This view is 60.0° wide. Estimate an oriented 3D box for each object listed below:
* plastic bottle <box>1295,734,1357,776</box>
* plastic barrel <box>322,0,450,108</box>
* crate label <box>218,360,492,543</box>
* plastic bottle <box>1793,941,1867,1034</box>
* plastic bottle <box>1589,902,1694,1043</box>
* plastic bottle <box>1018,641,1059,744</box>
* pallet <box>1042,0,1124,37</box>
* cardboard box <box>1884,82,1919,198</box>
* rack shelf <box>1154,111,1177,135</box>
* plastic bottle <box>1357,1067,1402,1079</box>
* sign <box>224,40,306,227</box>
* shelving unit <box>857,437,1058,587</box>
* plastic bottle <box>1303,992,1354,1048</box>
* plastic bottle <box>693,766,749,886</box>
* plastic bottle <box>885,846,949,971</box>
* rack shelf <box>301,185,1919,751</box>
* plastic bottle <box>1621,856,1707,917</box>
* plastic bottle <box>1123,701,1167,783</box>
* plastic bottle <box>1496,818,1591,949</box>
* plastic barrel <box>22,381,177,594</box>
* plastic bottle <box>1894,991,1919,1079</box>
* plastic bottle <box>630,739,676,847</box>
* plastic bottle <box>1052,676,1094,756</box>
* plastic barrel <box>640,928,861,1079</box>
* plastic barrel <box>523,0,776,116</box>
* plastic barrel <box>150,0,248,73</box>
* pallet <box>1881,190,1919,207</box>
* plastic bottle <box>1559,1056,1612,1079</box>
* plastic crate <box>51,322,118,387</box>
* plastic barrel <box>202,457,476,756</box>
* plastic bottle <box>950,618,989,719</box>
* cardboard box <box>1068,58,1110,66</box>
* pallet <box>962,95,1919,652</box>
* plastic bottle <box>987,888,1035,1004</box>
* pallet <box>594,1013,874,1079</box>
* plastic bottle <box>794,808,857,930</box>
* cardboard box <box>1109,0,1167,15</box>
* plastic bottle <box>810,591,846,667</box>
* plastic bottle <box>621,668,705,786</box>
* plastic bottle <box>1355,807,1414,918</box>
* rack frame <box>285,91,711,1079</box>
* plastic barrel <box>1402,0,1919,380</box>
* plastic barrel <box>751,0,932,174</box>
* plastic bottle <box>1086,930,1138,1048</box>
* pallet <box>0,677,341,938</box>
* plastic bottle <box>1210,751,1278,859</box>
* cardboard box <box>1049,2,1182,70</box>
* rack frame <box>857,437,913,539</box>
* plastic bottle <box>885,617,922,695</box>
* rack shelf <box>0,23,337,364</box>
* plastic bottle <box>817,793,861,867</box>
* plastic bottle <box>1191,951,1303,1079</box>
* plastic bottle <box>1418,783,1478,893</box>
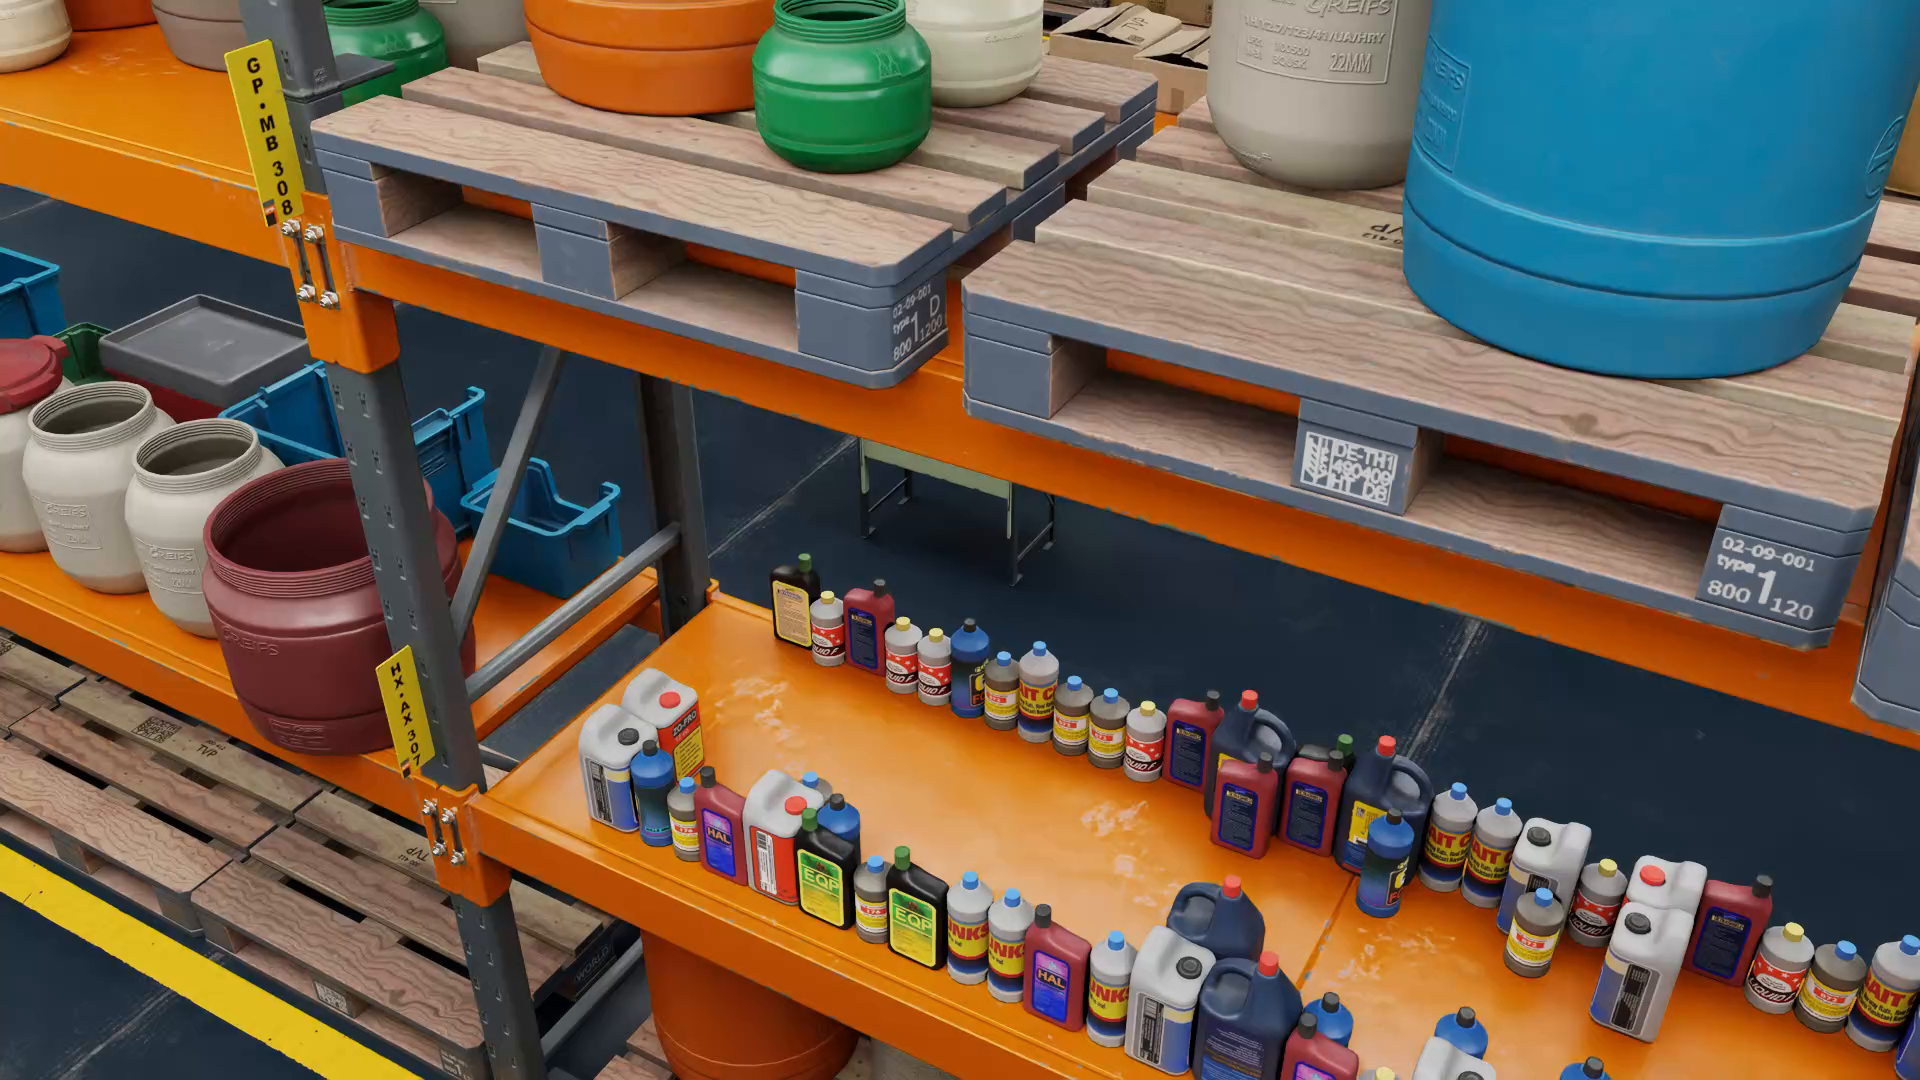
[{"bbox_3d":[0.832,0.553,3.818,0.133,0.283,0.061,18,37,24],"label":"plastic bottle"},{"bbox_3d":[-1.239,-1.030,3.524,0.294,0.245,0.294,0,34,0],"label":"plastic barrel"},{"bbox_3d":[-1.728,-0.221,4.844,0.616,0.435,0.502,18,37,24],"label":"crate label"},{"bbox_3d":[1.772,0.897,3.376,0.097,0.201,0.097,0,34,0],"label":"plastic bottle"},{"bbox_3d":[1.382,0.857,3.369,0.135,0.276,0.152,18,37,24],"label":"plastic bottle"},{"bbox_3d":[0.193,0.368,4.108,0.097,0.271,0.097,0,34,0],"label":"plastic bottle"},{"bbox_3d":[1.120,-4.296,13.512,1.213,0.211,1.003,18,37,24],"label":"pallet"},{"bbox_3d":[4.006,-1.698,6.625,0.500,0.500,0.700,24,41,32],"label":"cardboard box"},{"bbox_3d":[-0.275,-2.436,8.851,4.000,0.370,1.077,18,37,24],"label":"rack shelf"},{"bbox_3d":[0.784,1.068,3.119,0.097,0.201,0.097,0,34,0],"label":"plastic bottle"},{"bbox_3d":[-1.266,-0.741,3.045,0.005,0.325,0.100,18,37,24],"label":"sign"},{"bbox_3d":[-0.006,-0.626,6.837,0.755,1.500,0.431,18,37,24],"label":"shelving unit"},{"bbox_3d":[0.698,0.973,3.198,0.097,0.271,0.097,0,34,0],"label":"plastic bottle"},{"bbox_3d":[-0.521,0.632,3.699,0.133,0.283,0.061,18,37,24],"label":"plastic bottle"},{"bbox_3d":[-0.088,0.770,3.493,0.133,0.283,0.061,18,37,24],"label":"plastic bottle"},{"bbox_3d":[0.737,-0.202,2.790,4.000,0.370,1.077,18,37,24],"label":"rack shelf"},{"bbox_3d":[1.457,0.783,3.479,0.135,0.276,0.152,18,37,24],"label":"plastic bottle"},{"bbox_3d":[0.447,0.477,4.007,0.097,0.201,0.097,0,34,0],"label":"plastic bottle"},{"bbox_3d":[1.256,0.720,3.575,0.135,0.276,0.152,18,37,24],"label":"plastic bottle"},{"bbox_3d":[-2.364,-0.145,4.661,0.421,0.512,0.421,0,34,0],"label":"plastic barrel"},{"bbox_3d":[1.943,0.937,3.248,0.135,0.276,0.152,18,37,24],"label":"plastic bottle"},{"bbox_3d":[-0.697,0.570,3.804,0.097,0.271,0.097,0,34,0],"label":"plastic bottle"},{"bbox_3d":[0.278,0.424,4.087,0.097,0.201,0.097,0,34,0],"label":"plastic bottle"},{"bbox_3d":[-0.566,1.052,4.543,0.708,0.830,0.600,18,37,24],"label":"plastic barrel"},{"bbox_3d":[-0.508,-1.247,2.944,0.708,0.830,0.600,18,37,24],"label":"plastic barrel"},{"bbox_3d":[-1.604,-1.590,3.774,0.600,0.901,0.600,0,34,0],"label":"plastic barrel"},{"bbox_3d":[4.295,-1.278,6.636,1.213,0.211,1.003,18,37,24],"label":"pallet"},{"bbox_3d":[1.145,1.056,3.073,0.097,0.271,0.097,0,34,0],"label":"plastic bottle"},{"bbox_3d":[-2.820,-0.472,5.443,0.662,0.188,0.450,18,37,24],"label":"plastic crate"},{"bbox_3d":[-1.552,0.159,4.183,0.708,0.536,0.600,18,37,24],"label":"plastic barrel"},{"bbox_3d":[0.024,0.314,4.188,0.097,0.271,0.097,0,34,0],"label":"plastic bottle"},{"bbox_3d":[0.544,-2.195,8.067,0.250,0.149,0.380,18,37,24],"label":"cardboard box"},{"bbox_3d":[0.759,-0.352,2.536,1.213,0.211,1.003,18,37,24],"label":"pallet"},{"bbox_3d":[0.106,0.824,3.422,0.097,0.271,0.097,0,34,0],"label":"plastic bottle"},{"bbox_3d":[-0.294,1.554,4.725,1.213,0.211,1.003,18,37,24],"label":"pallet"},{"bbox_3d":[-0.288,0.706,3.588,0.133,0.283,0.061,18,37,24],"label":"plastic bottle"},{"bbox_3d":[1.565,-4.501,13.161,0.500,0.500,0.700,17,37,23],"label":"cardboard box"},{"bbox_3d":[-0.345,0.226,4.383,0.097,0.201,0.097,0,34,0],"label":"plastic bottle"},{"bbox_3d":[-0.708,0.450,3.980,0.135,0.276,0.152,18,37,24],"label":"plastic bottle"},{"bbox_3d":[0.928,0.692,3.620,0.097,0.271,0.097,0,34,0],"label":"plastic bottle"},{"bbox_3d":[-0.999,0.197,4.248,0.127,3.000,1.000,18,37,24],"label":"rack frame"},{"bbox_3d":[0.916,-0.731,2.103,0.708,0.901,0.600,18,37,24],"label":"plastic barrel"},{"bbox_3d":[-0.193,-0.760,2.739,0.294,0.245,0.294,0,34,0],"label":"plastic barrel"},{"bbox_3d":[0.306,0.888,3.327,0.097,0.271,0.097,0,34,0],"label":"plastic bottle"},{"bbox_3d":[-2.708,0.790,5.873,1.213,0.211,1.003,18,37,24],"label":"pallet"},{"bbox_3d":[0.645,0.586,3.769,0.133,0.283,0.061,18,37,24],"label":"plastic bottle"},{"bbox_3d":[0.781,-2.488,8.360,0.500,0.311,0.500,17,37,24],"label":"cardboard box"},{"bbox_3d":[-0.324,-0.727,6.988,0.023,1.500,0.400,18,37,24],"label":"rack frame"},{"bbox_3d":[-0.145,0.290,4.288,0.097,0.201,0.097,0,34,0],"label":"plastic bottle"},{"bbox_3d":[-2.736,-1.302,4.442,4.000,0.370,1.077,18,37,24],"label":"rack shelf"},{"bbox_3d":[-0.265,0.668,3.656,0.097,0.271,0.097,0,34,0],"label":"plastic bottle"},{"bbox_3d":[0.557,0.919,3.208,0.185,0.351,0.144,18,37,24],"label":"plastic bottle"},{"bbox_3d":[1.084,0.650,3.684,0.097,0.271,0.097,0,34,0],"label":"plastic bottle"}]
